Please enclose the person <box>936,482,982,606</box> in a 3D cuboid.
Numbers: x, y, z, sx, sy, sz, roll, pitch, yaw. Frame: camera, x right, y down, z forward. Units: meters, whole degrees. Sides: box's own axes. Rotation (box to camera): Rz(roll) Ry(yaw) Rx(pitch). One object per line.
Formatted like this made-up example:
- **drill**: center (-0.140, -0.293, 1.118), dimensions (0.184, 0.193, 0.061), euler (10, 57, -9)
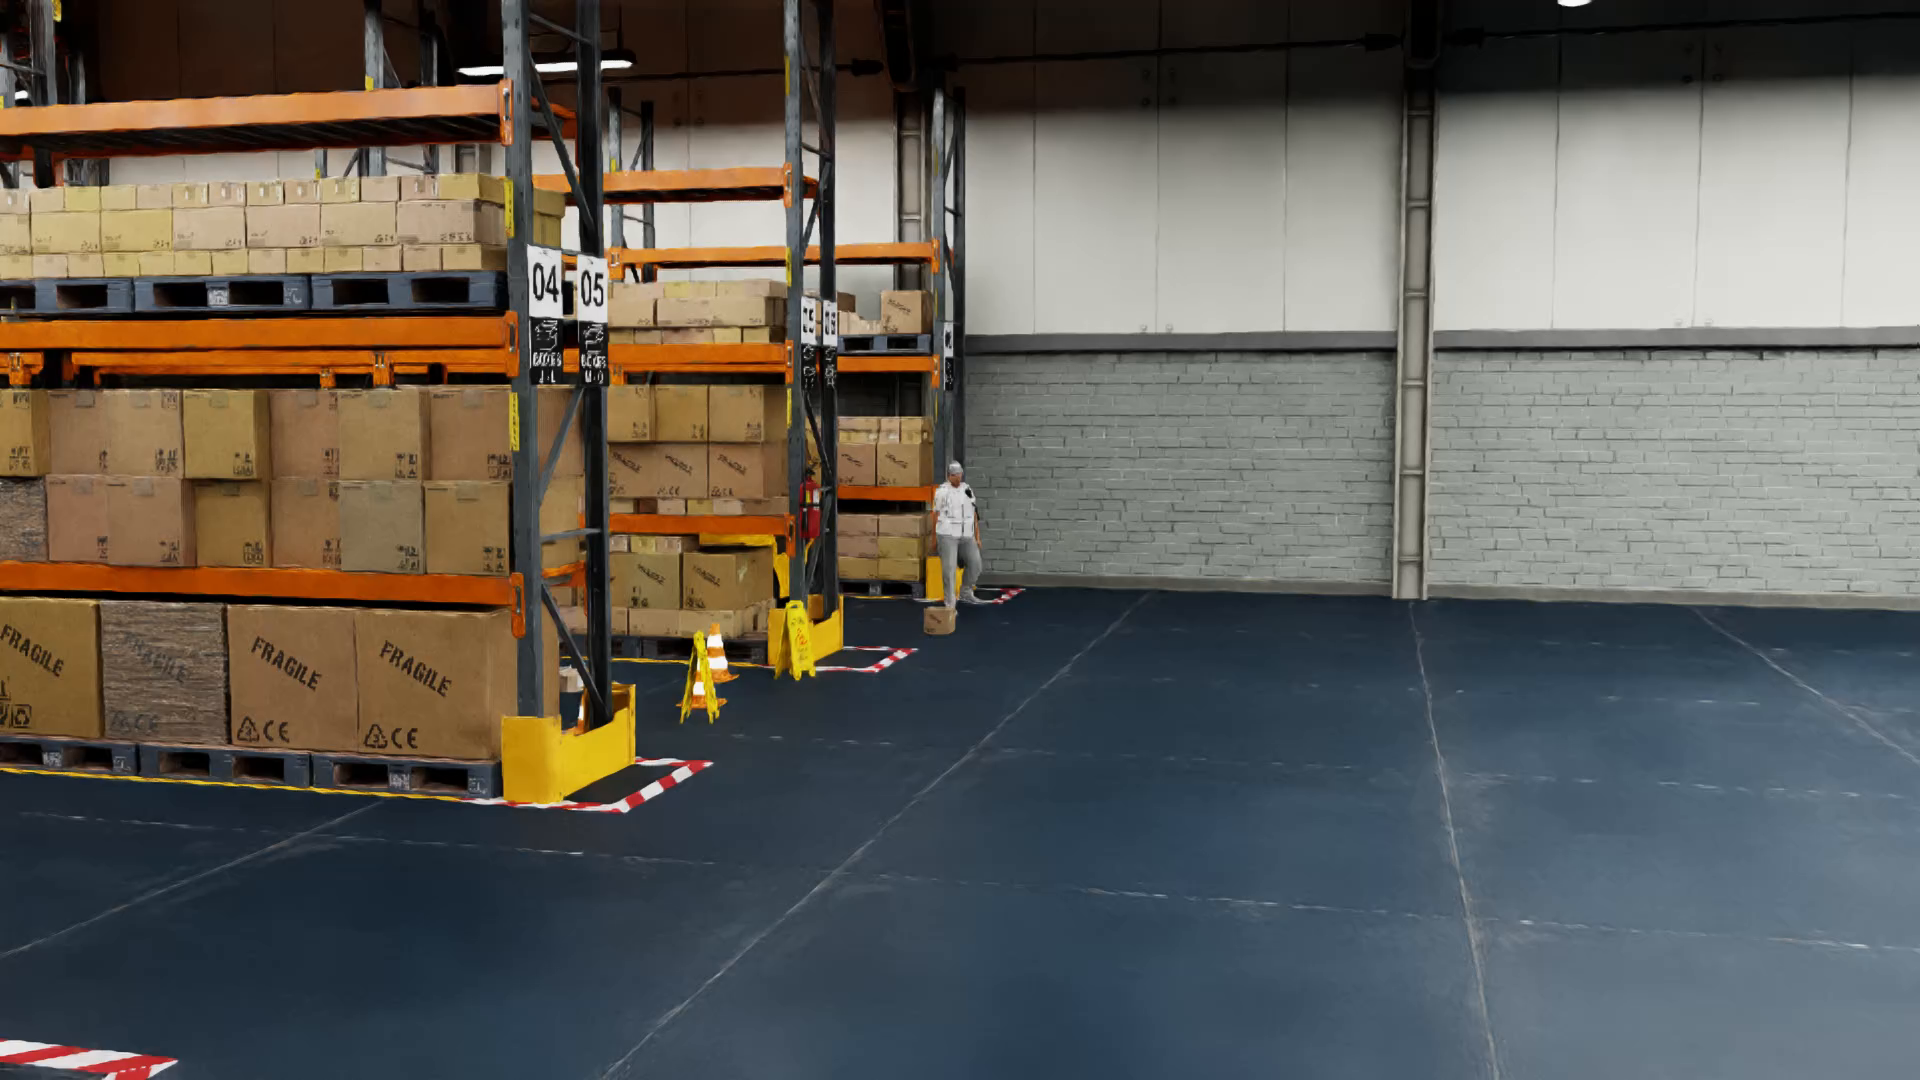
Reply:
- **person**: center (-0.023, 0.042, 18.048), dimensions (0.591, 1.355, 0.513), euler (-3, 6, -31)
